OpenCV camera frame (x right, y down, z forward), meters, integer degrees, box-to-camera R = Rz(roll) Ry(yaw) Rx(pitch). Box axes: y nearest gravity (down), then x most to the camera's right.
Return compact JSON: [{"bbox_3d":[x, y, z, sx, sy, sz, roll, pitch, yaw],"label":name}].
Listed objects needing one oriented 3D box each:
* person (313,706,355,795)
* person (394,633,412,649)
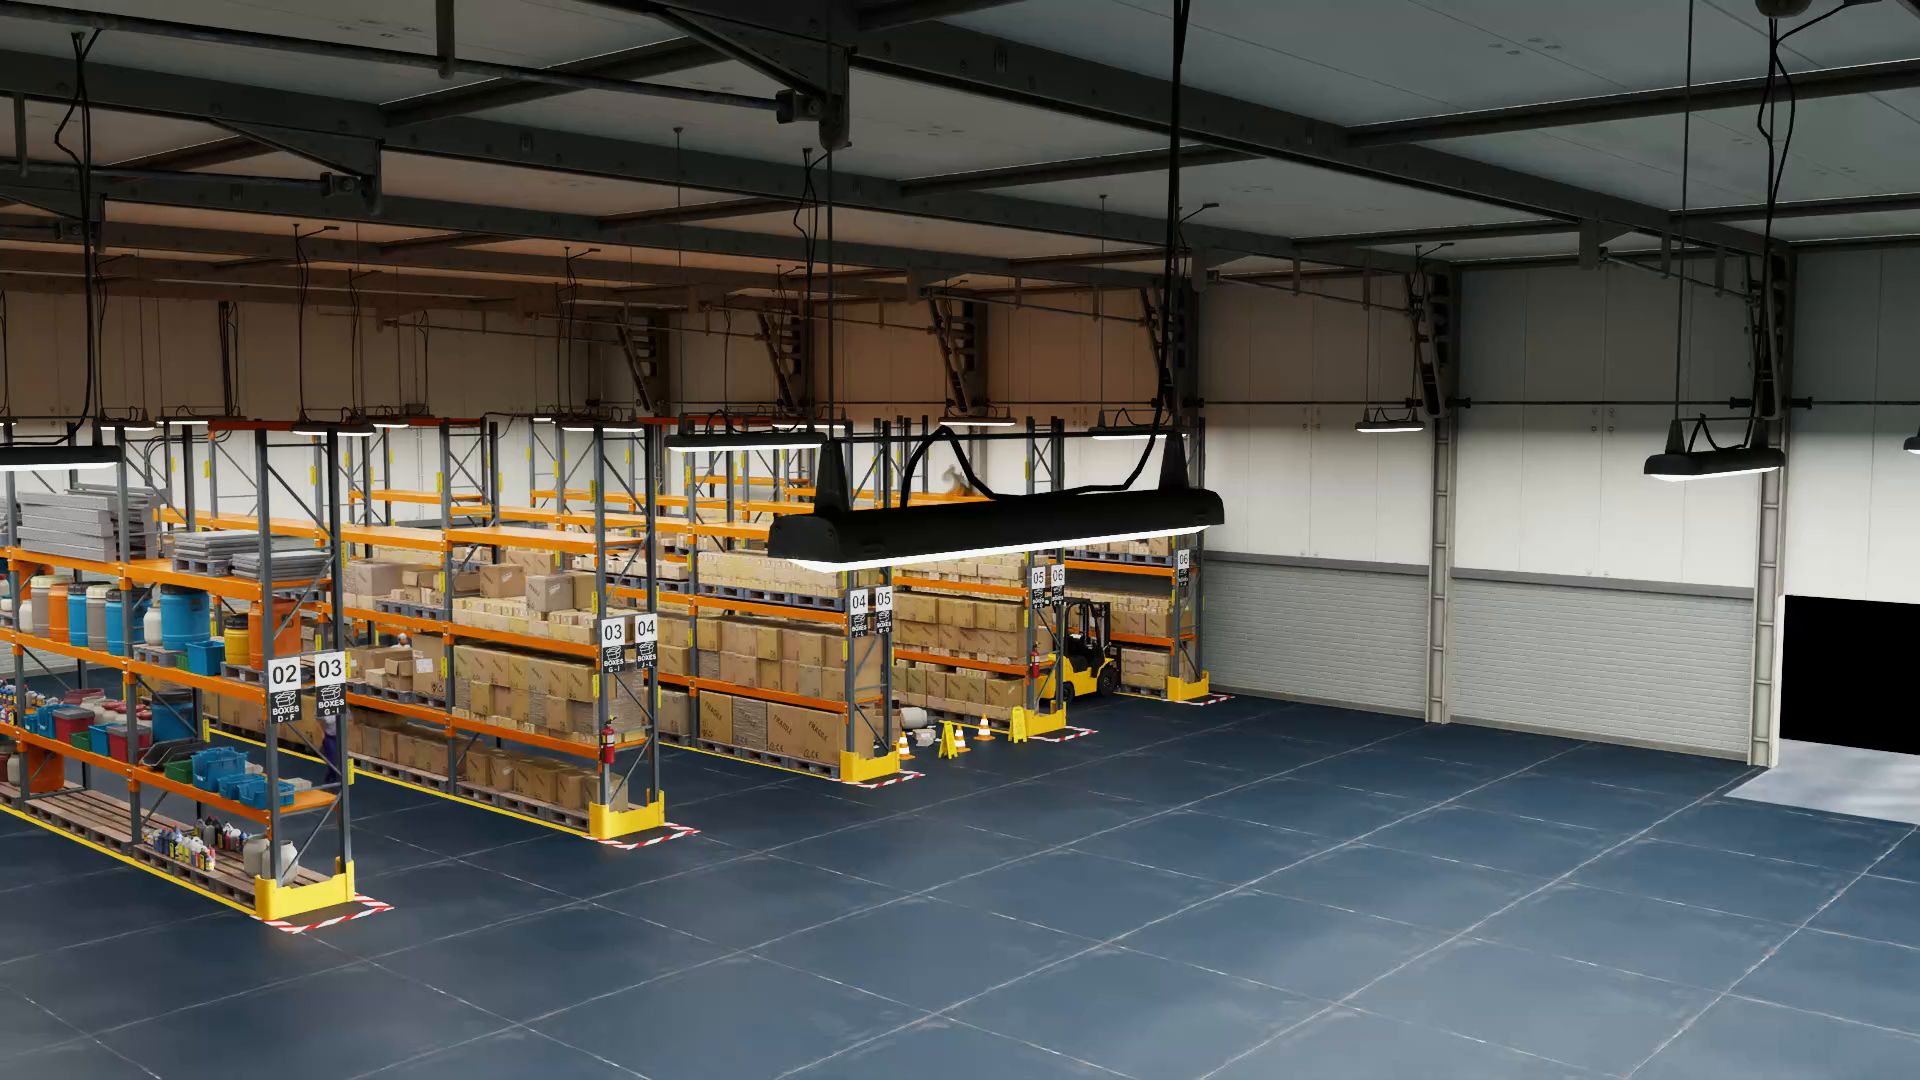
[{"bbox_3d":[-10.073,3.289,26.863,0.814,1.702,0.581,5,7,44],"label":"person"},{"bbox_3d":[-11.380,2.706,33.870,0.598,1.638,0.614,3,6,35],"label":"person"}]
